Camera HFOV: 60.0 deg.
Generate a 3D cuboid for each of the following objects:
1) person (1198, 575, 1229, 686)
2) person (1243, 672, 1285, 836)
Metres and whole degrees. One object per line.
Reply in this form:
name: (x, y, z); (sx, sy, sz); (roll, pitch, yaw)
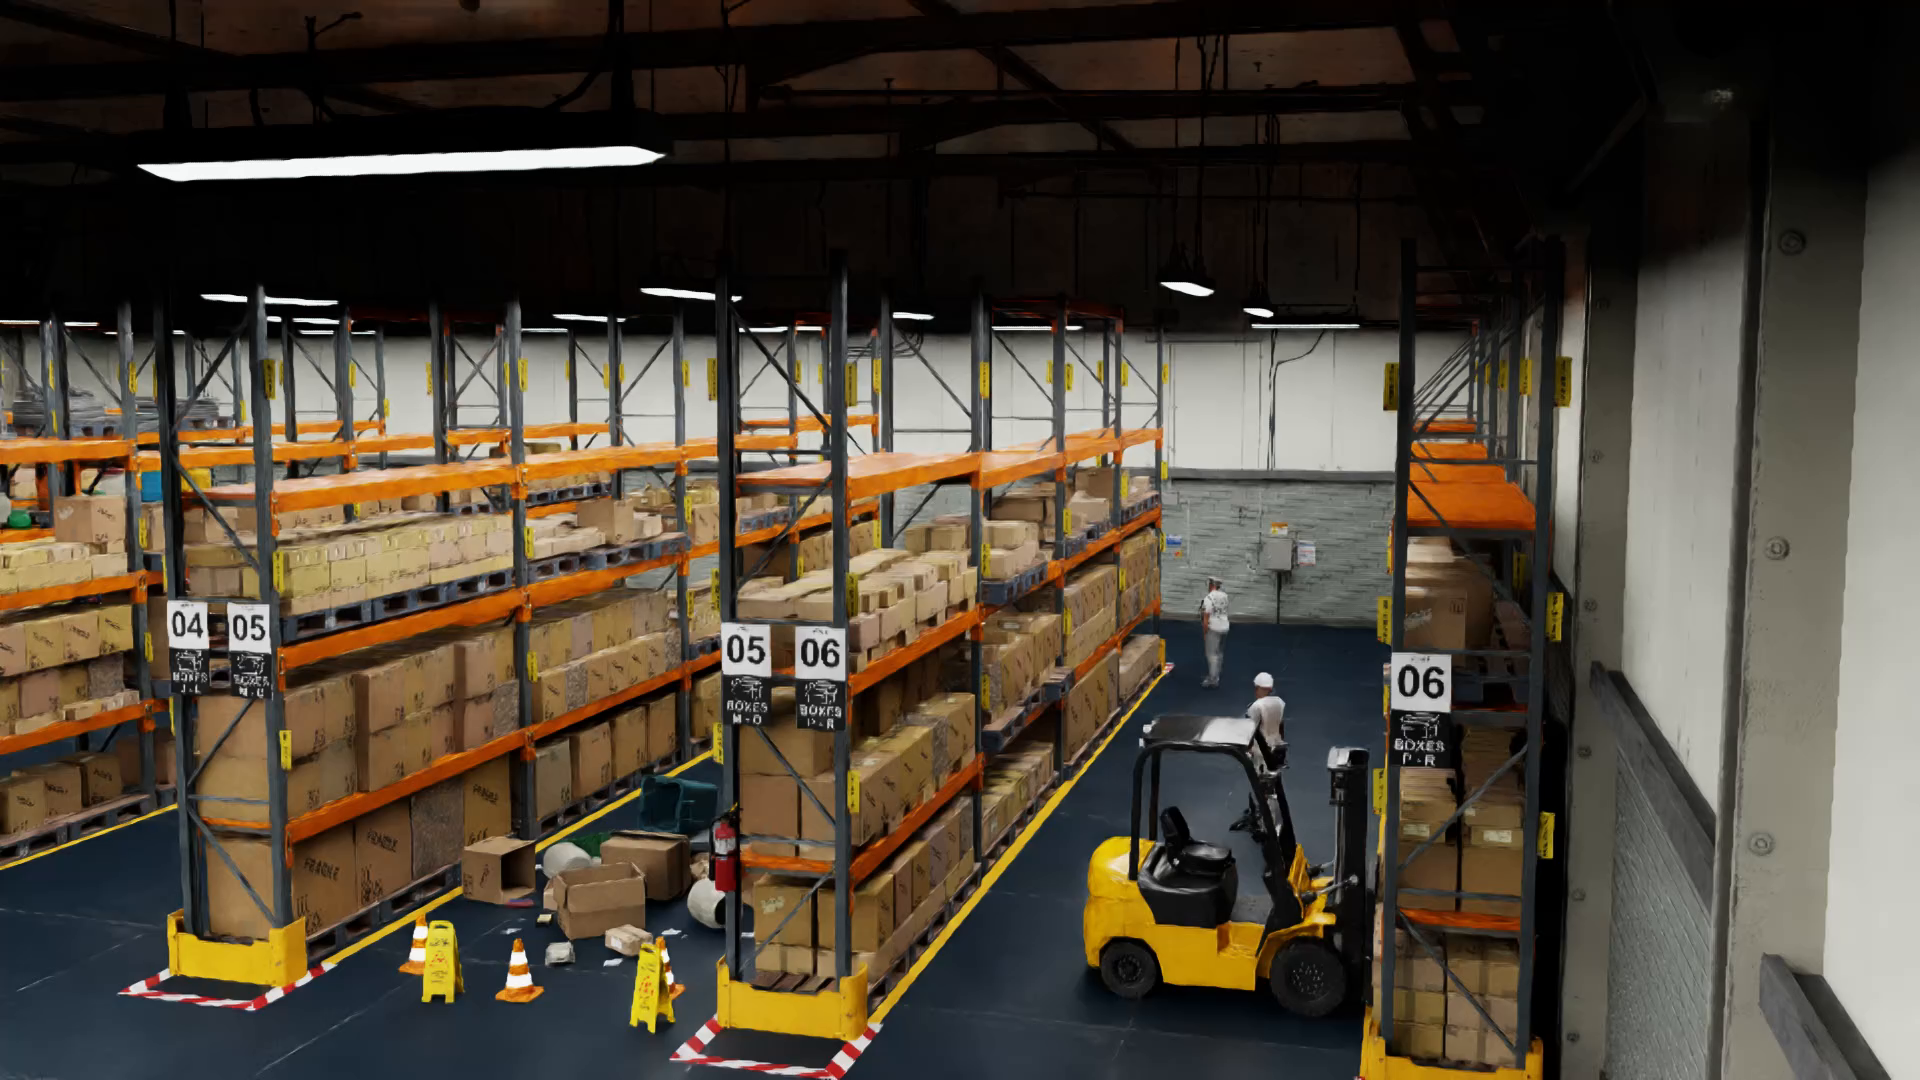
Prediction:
person: (4.054, 1.452, 26.798); (0.586, 1.756, 0.501); (-6, 8, -44)
person: (3.322, 2.328, 18.331); (0.589, 1.782, 0.672); (5, 8, 41)
